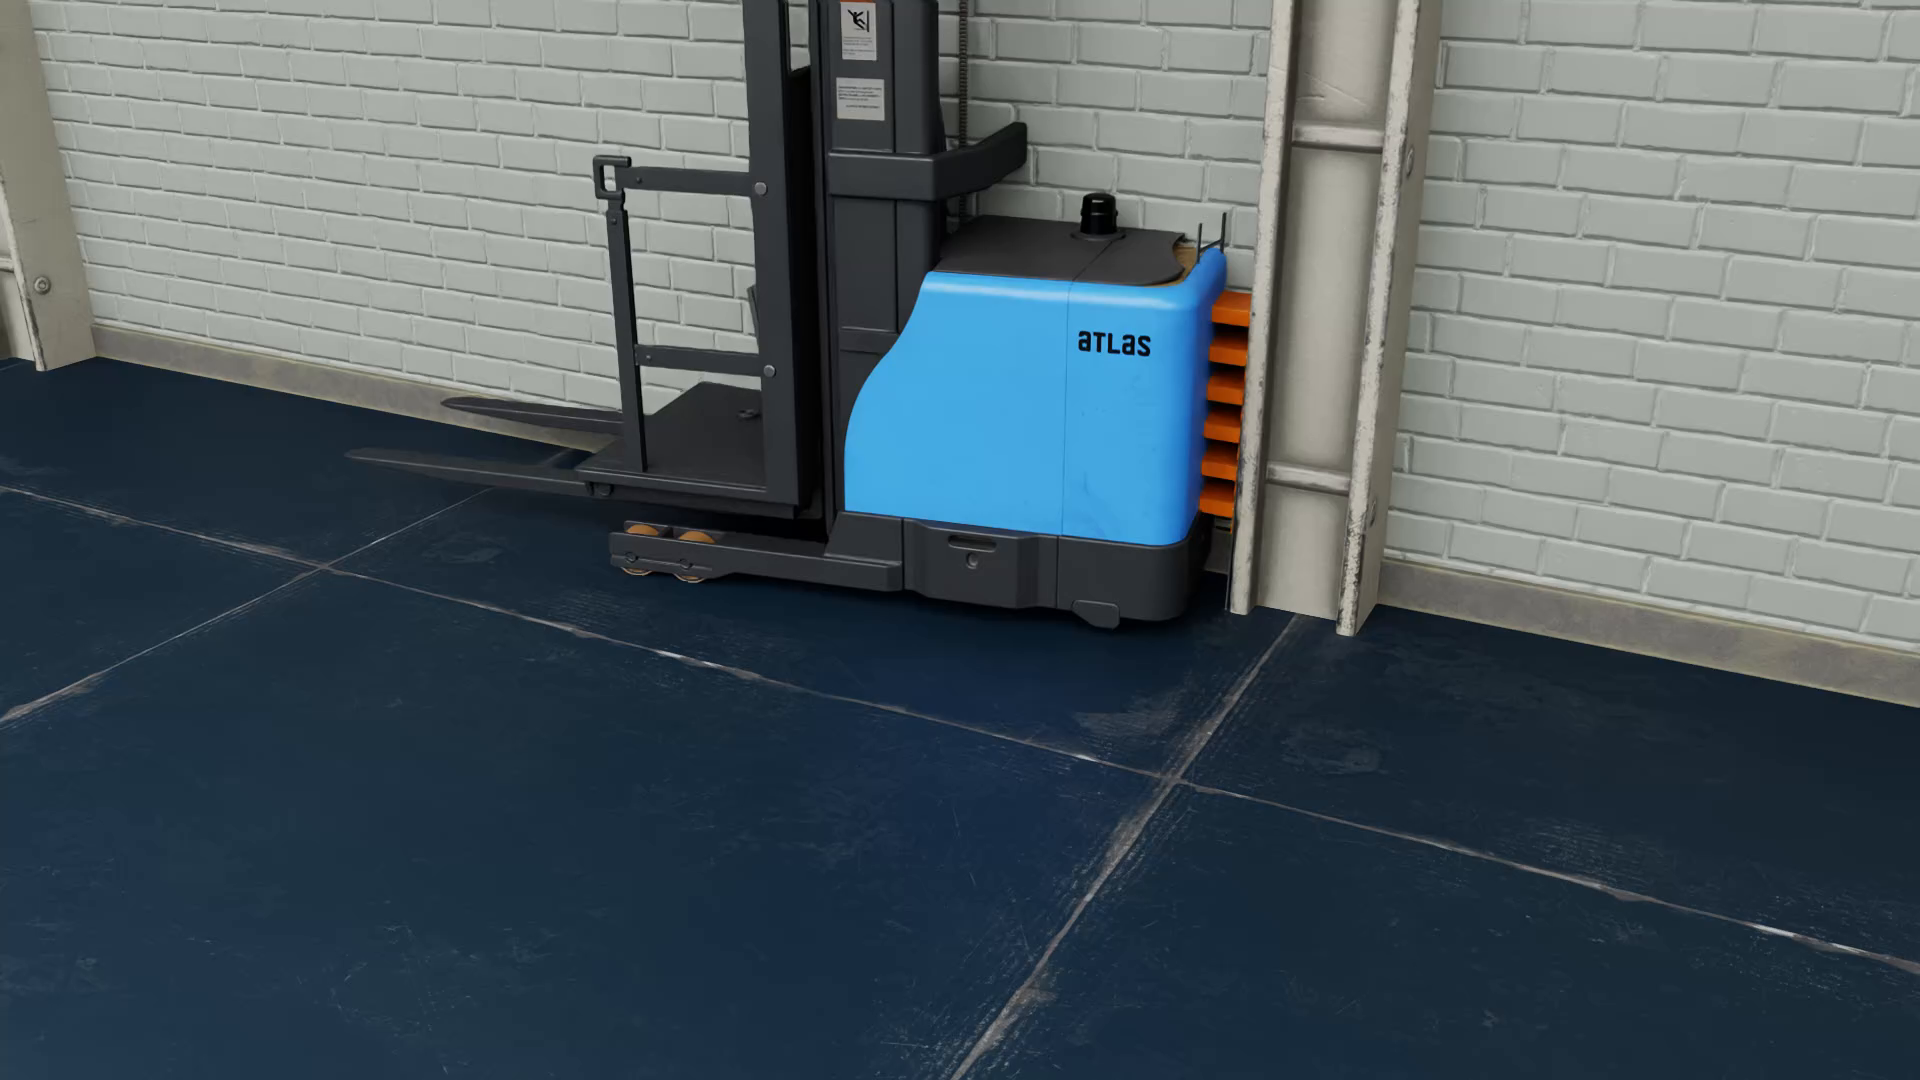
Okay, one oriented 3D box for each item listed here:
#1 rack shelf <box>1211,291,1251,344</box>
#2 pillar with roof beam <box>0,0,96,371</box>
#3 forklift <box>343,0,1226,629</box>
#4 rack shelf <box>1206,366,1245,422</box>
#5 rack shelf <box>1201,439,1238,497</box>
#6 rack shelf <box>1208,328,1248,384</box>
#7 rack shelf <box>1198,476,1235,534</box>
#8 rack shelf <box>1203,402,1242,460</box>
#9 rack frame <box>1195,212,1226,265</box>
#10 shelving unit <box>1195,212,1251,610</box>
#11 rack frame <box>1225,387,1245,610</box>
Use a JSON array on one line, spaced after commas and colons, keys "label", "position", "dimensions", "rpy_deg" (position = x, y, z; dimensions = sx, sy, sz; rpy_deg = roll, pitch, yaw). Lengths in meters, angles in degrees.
[{"label": "rack shelf", "position": [0.831, -0.682, 5.043], "dimensions": [0.180, 0.103, 0.258], "rpy_deg": [12, 23, 25]}, {"label": "pillar with roof beam", "position": [-6.207, -3.491, 2.459], "dimensions": [0.400, 9.000, 9.100], "rpy_deg": [11, 25, 25]}, {"label": "forklift", "position": [-0.642, -1.397, 5.289], "dimensions": [3.031, 2.935, 1.130], "rpy_deg": [7, 24, 15]}, {"label": "rack shelf", "position": [0.825, -0.458, 5.129], "dimensions": [0.180, 0.103, 0.258], "rpy_deg": [12, 23, 25]}, {"label": "rack shelf", "position": [0.819, -0.234, 5.215], "dimensions": [0.180, 0.103, 0.258], "rpy_deg": [12, 23, 25]}, {"label": "rack shelf", "position": [0.828, -0.570, 5.086], "dimensions": [0.180, 0.103, 0.258], "rpy_deg": [12, 23, 25]}, {"label": "rack shelf", "position": [0.816, -0.122, 5.258], "dimensions": [0.180, 0.103, 0.258], "rpy_deg": [12, 23, 25]}, {"label": "rack shelf", "position": [0.822, -0.346, 5.172], "dimensions": [0.180, 0.103, 0.258], "rpy_deg": [12, 23, 25]}, {"label": "rack frame", "position": [0.742, -0.404, 5.195], "dimensions": [0.006, 1.200, 0.240], "rpy_deg": [12, 23, 25]}, {"label": "shelving unit", "position": [0.823, -0.387, 5.156], "dimensions": [0.189, 1.200, 0.258], "rpy_deg": [12, 23, 25]}, {"label": "rack frame", "position": [0.904, -0.370, 5.118], "dimensions": [0.006, 1.200, 0.240], "rpy_deg": [12, 23, 25]}]
